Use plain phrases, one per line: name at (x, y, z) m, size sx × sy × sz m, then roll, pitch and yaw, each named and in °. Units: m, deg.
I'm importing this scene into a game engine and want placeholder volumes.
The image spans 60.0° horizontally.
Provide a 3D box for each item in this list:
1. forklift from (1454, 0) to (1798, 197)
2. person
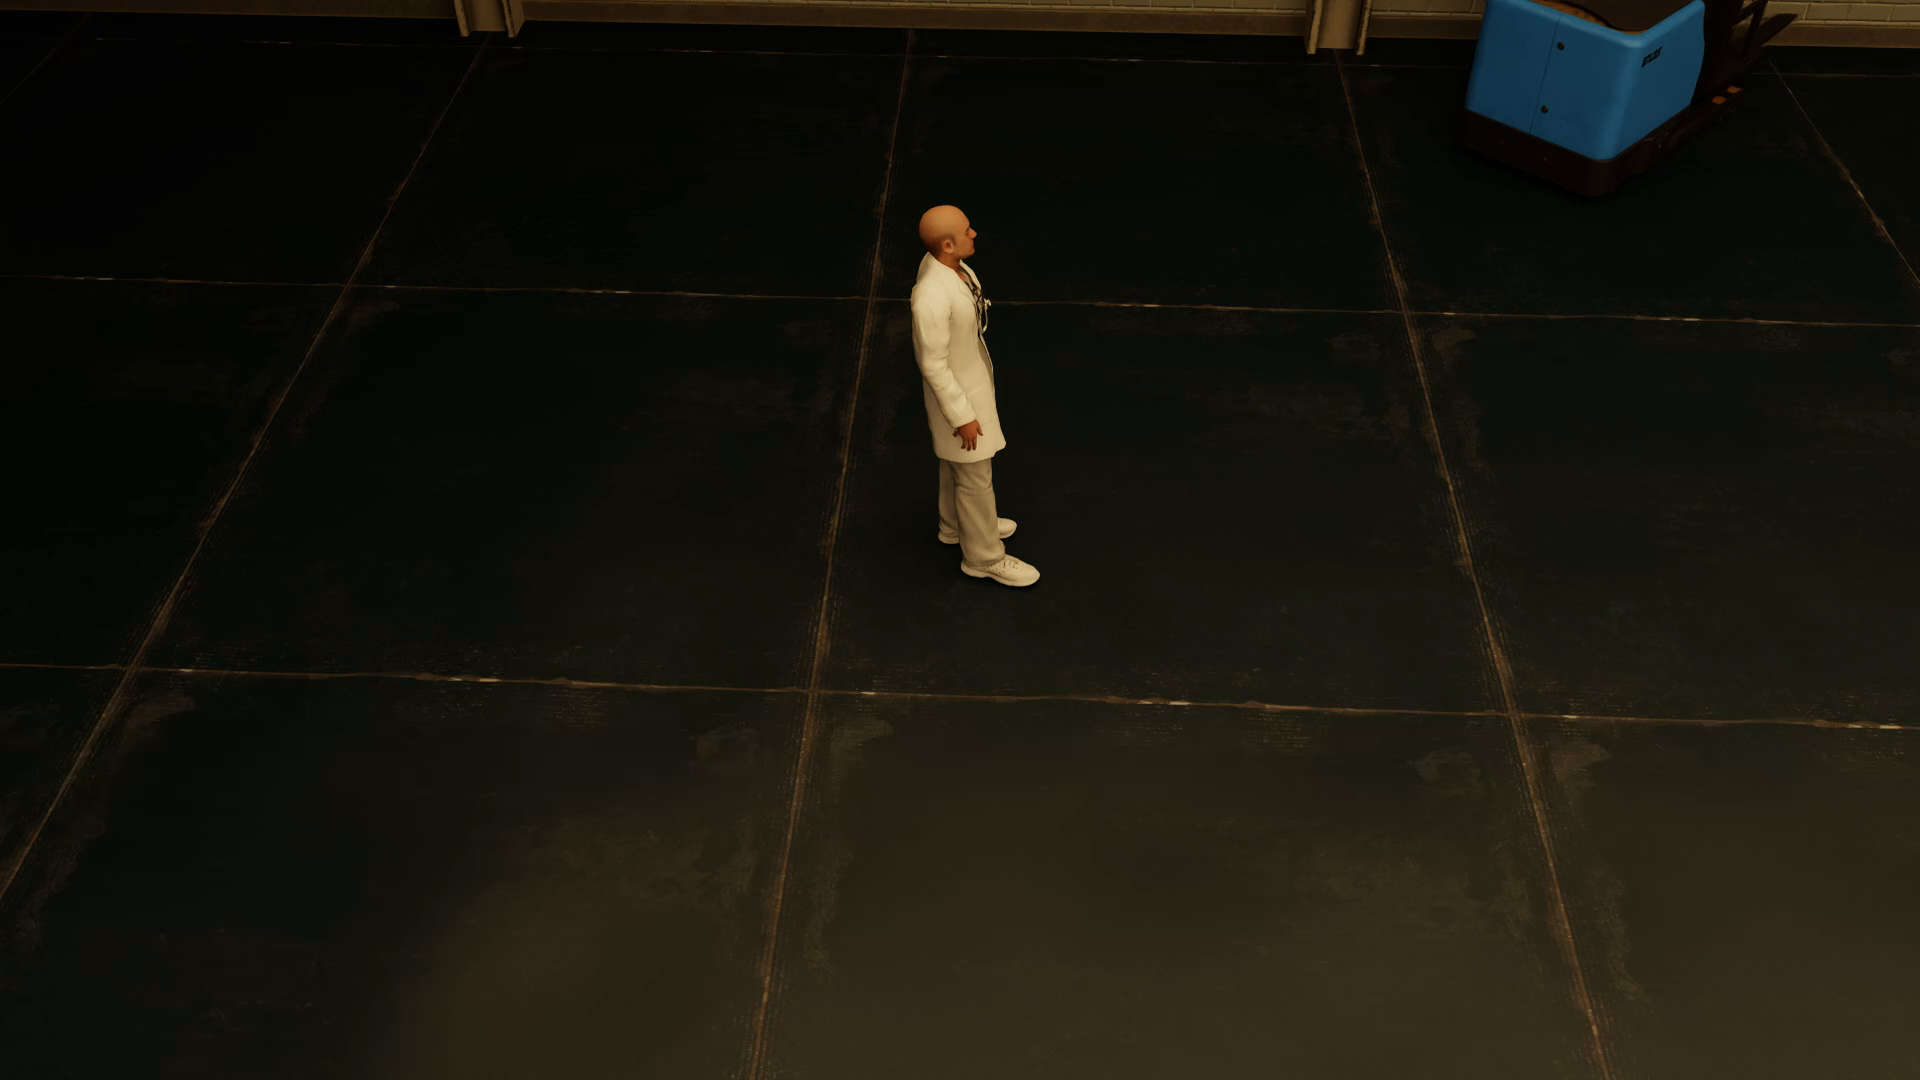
forklift at (4.551, -4.050, 10.178) m, size 3.031 × 2.935 × 1.130 m, roll -34°, pitch 52°, yaw -31°
person at (0.091, -0.657, 7.306) m, size 0.578 × 1.778 × 0.698 m, roll 2°, pitch 42°, yaw 2°
